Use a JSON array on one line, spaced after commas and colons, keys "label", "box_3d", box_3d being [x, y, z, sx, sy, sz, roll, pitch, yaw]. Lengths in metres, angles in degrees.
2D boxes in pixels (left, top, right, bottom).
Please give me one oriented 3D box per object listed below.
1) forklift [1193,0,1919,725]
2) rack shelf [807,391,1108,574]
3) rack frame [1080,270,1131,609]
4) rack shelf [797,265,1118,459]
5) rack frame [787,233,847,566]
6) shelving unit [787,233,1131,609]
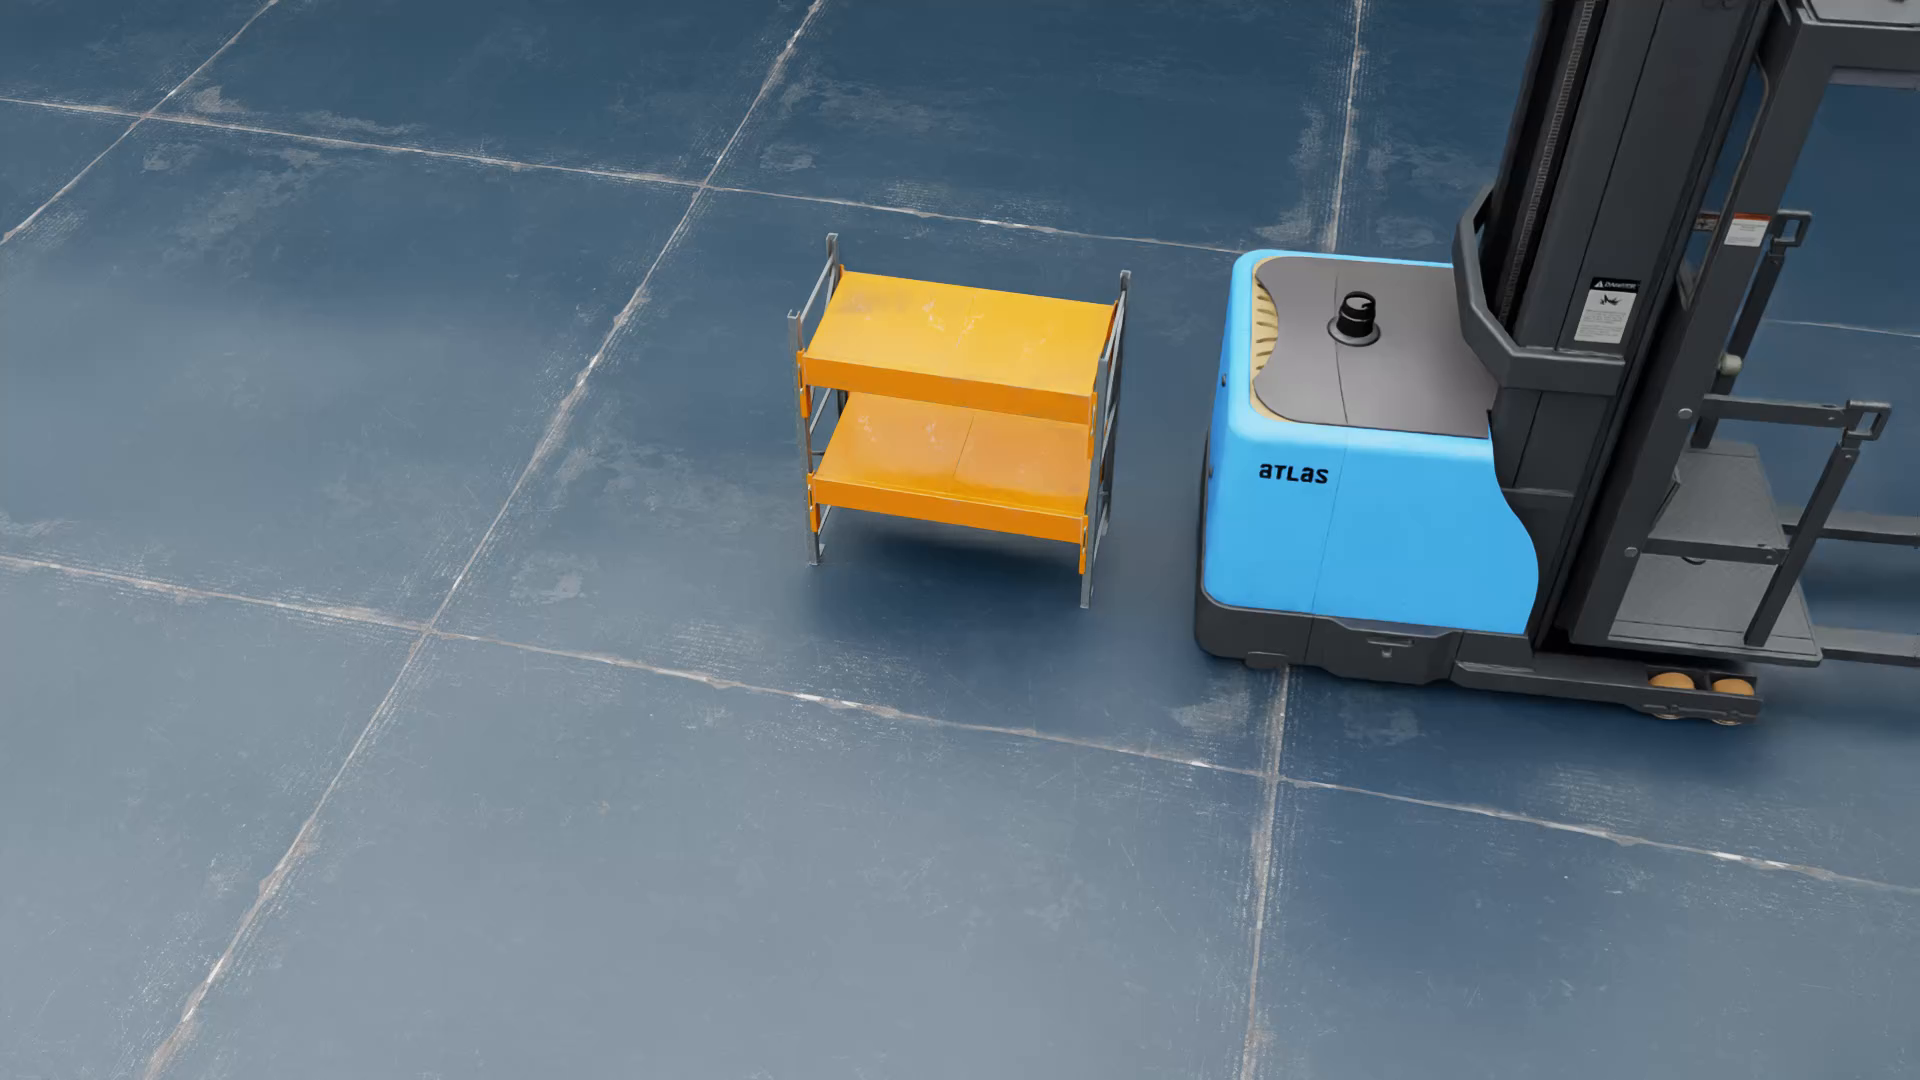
[{"label": "forklift", "box_3d": [2.374, -0.828, 4.996, 3.031, 2.935, 1.130, 5, 44, 6]}, {"label": "rack shelf", "box_3d": [0.007, -0.228, 6.028, 1.000, 0.278, 0.538, 9, 45, 9]}, {"label": "rack frame", "box_3d": [0.503, -0.327, 5.779, 0.032, 1.125, 0.500, 9, 45, 9]}, {"label": "rack shelf", "box_3d": [0.007, -0.615, 5.656, 1.000, 0.278, 0.538, 9, 45, 9]}, {"label": "rack frame", "box_3d": [-0.489, -0.481, 5.939, 0.032, 1.125, 0.500, 9, 45, 9]}, {"label": "shelving unit", "box_3d": [0.007, -0.404, 5.859, 1.048, 1.125, 0.538, 9, 45, 9]}]
